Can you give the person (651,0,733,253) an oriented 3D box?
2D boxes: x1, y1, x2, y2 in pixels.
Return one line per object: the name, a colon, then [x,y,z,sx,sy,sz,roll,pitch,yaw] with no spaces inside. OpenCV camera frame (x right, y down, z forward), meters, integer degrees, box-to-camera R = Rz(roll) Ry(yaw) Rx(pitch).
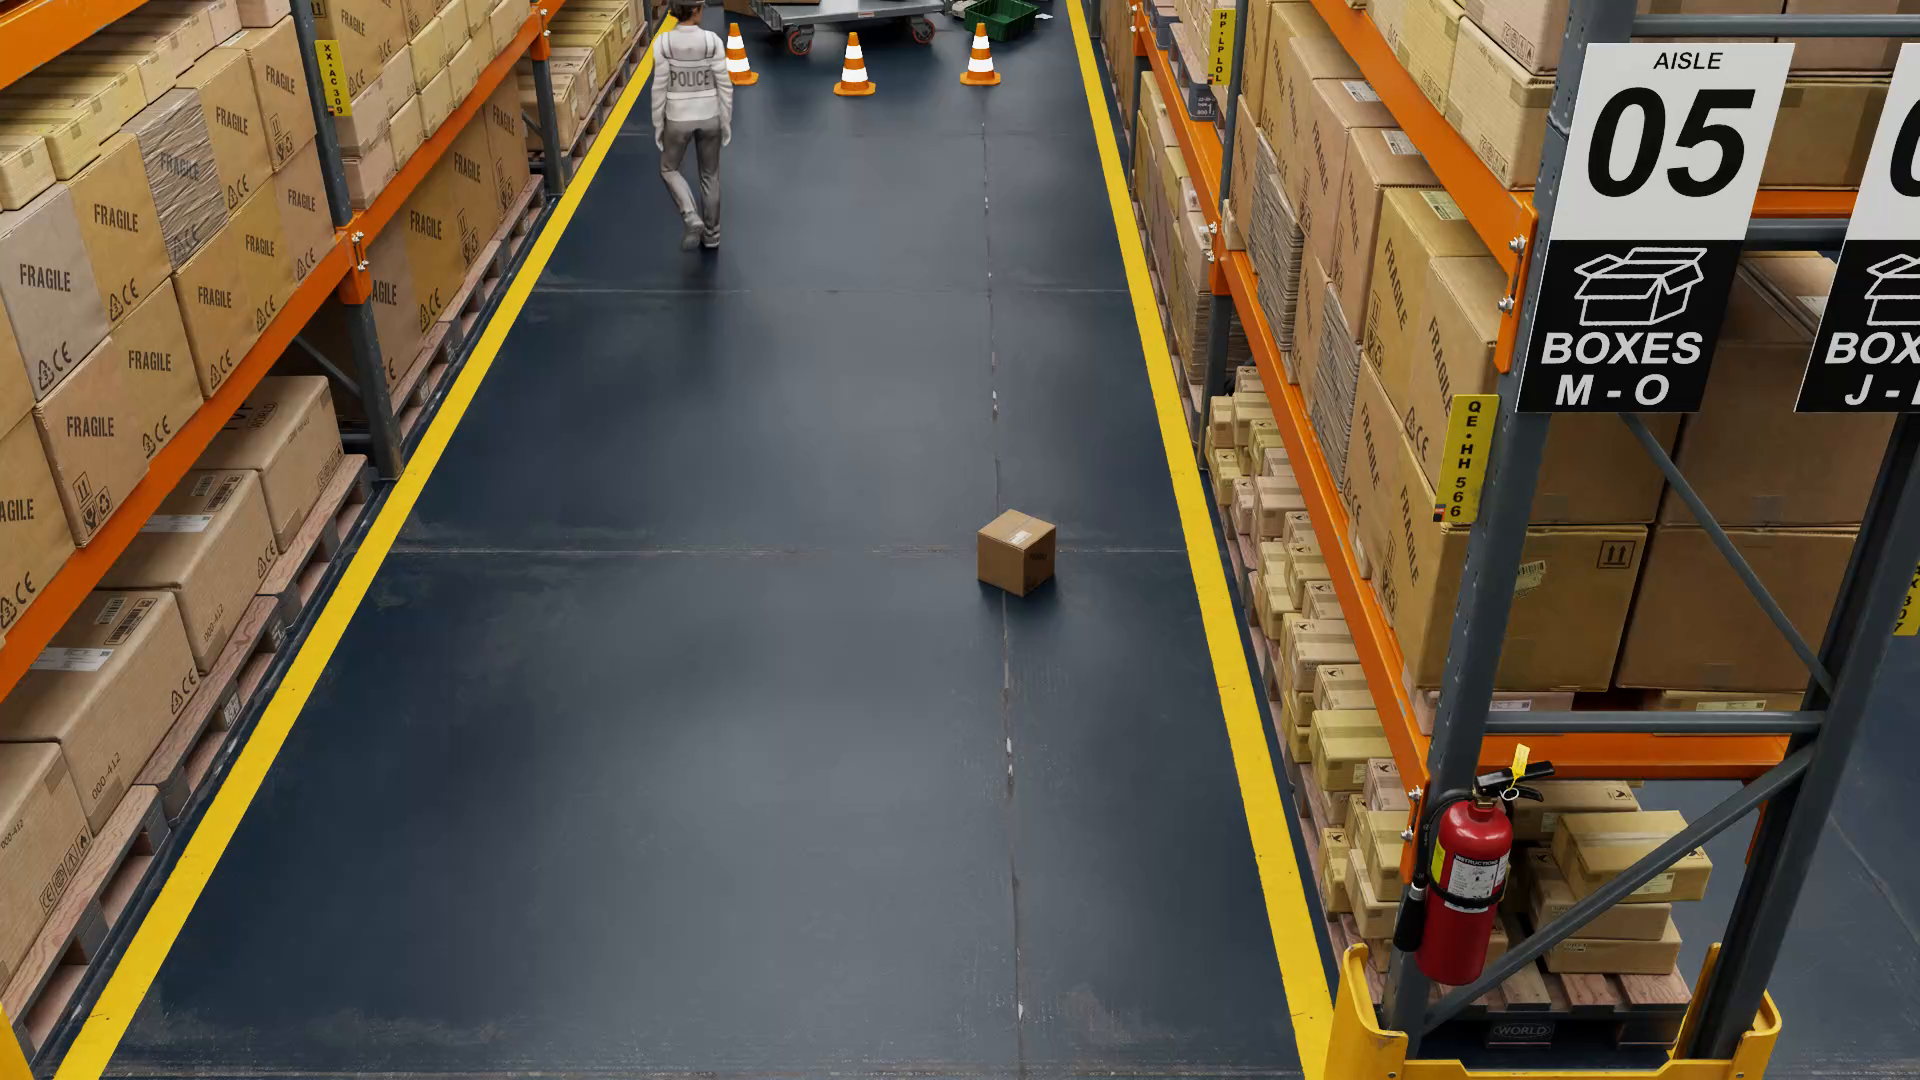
person: [-1.646,-2.569,10.254,0.504,1.660,0.564,-9,33,-15]
